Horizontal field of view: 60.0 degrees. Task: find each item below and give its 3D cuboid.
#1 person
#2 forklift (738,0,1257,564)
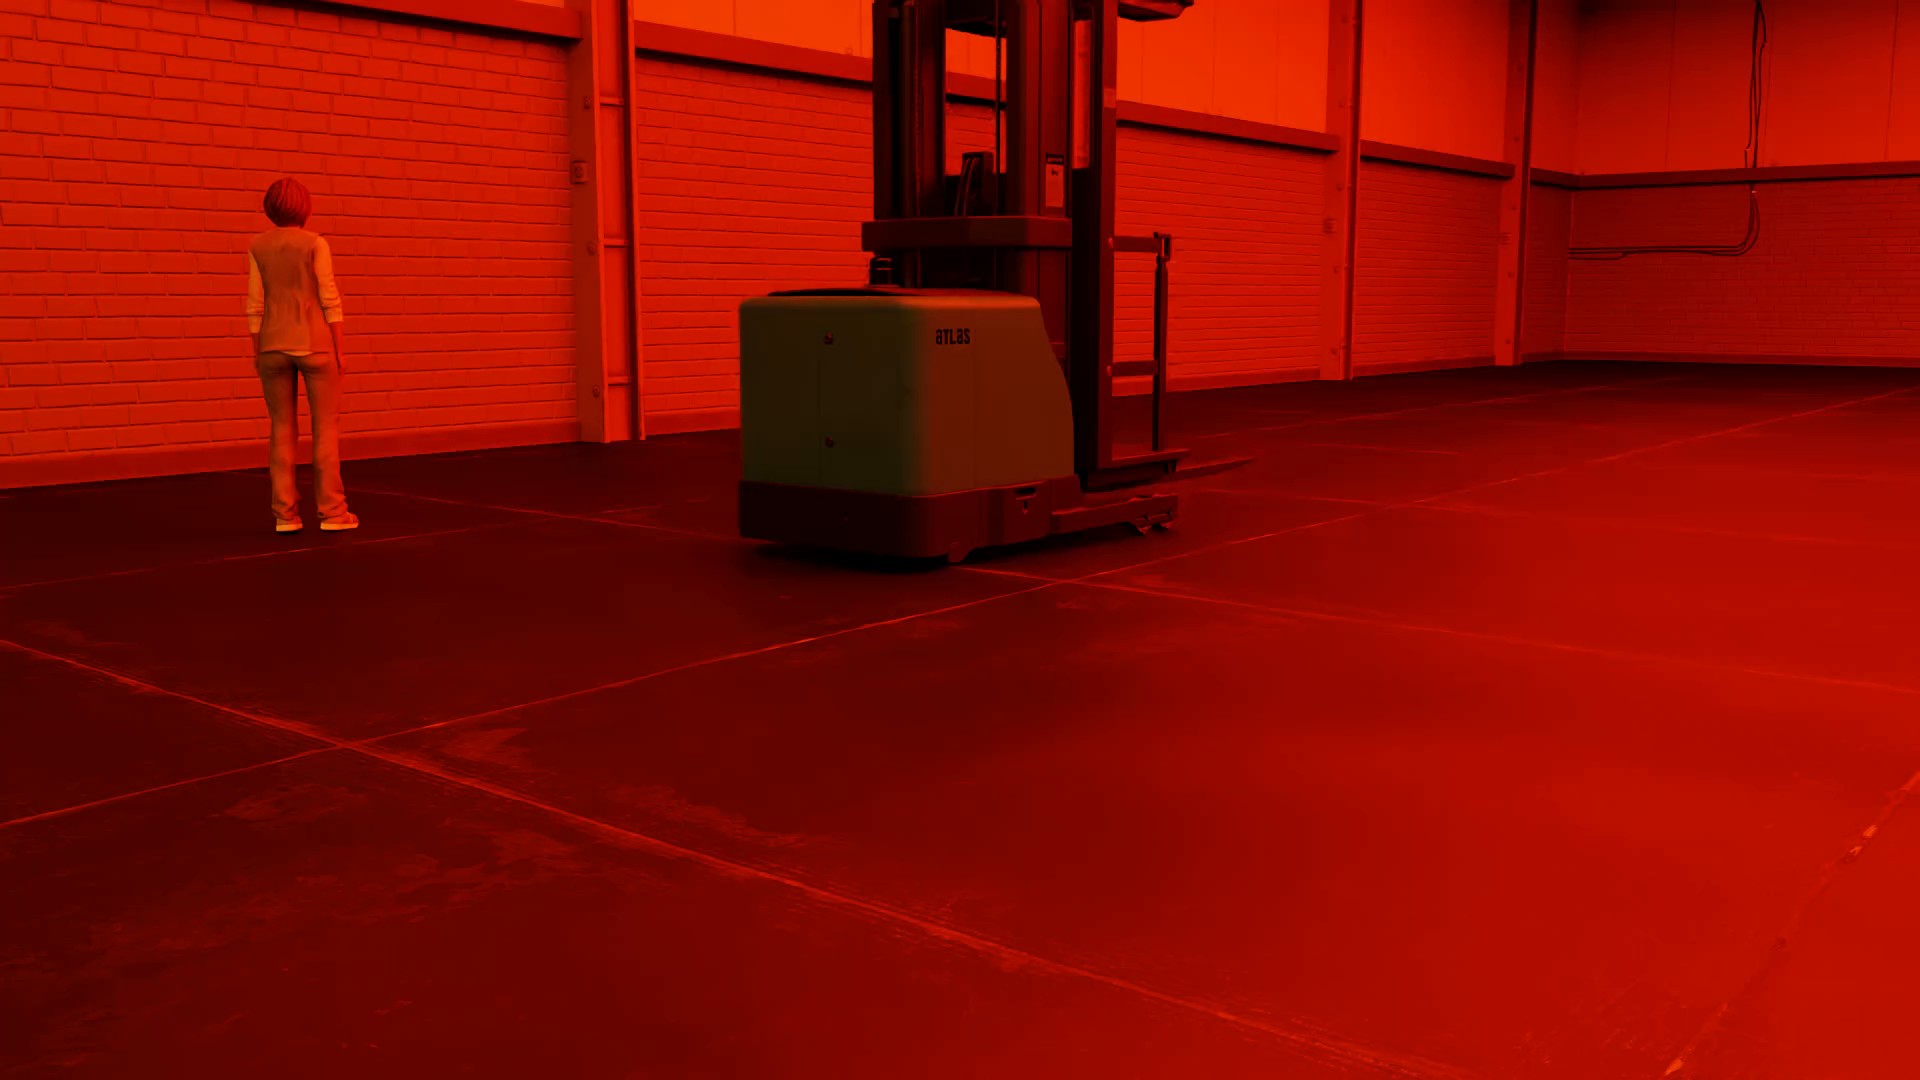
[{"bbox_3d":[-3.009,-0.834,7.580,0.418,1.603,0.317,-1,8,-4],"label":"person"},{"bbox_3d":[0.373,-1.522,7.685,1.130,2.935,3.031,7,11,38],"label":"forklift"}]
